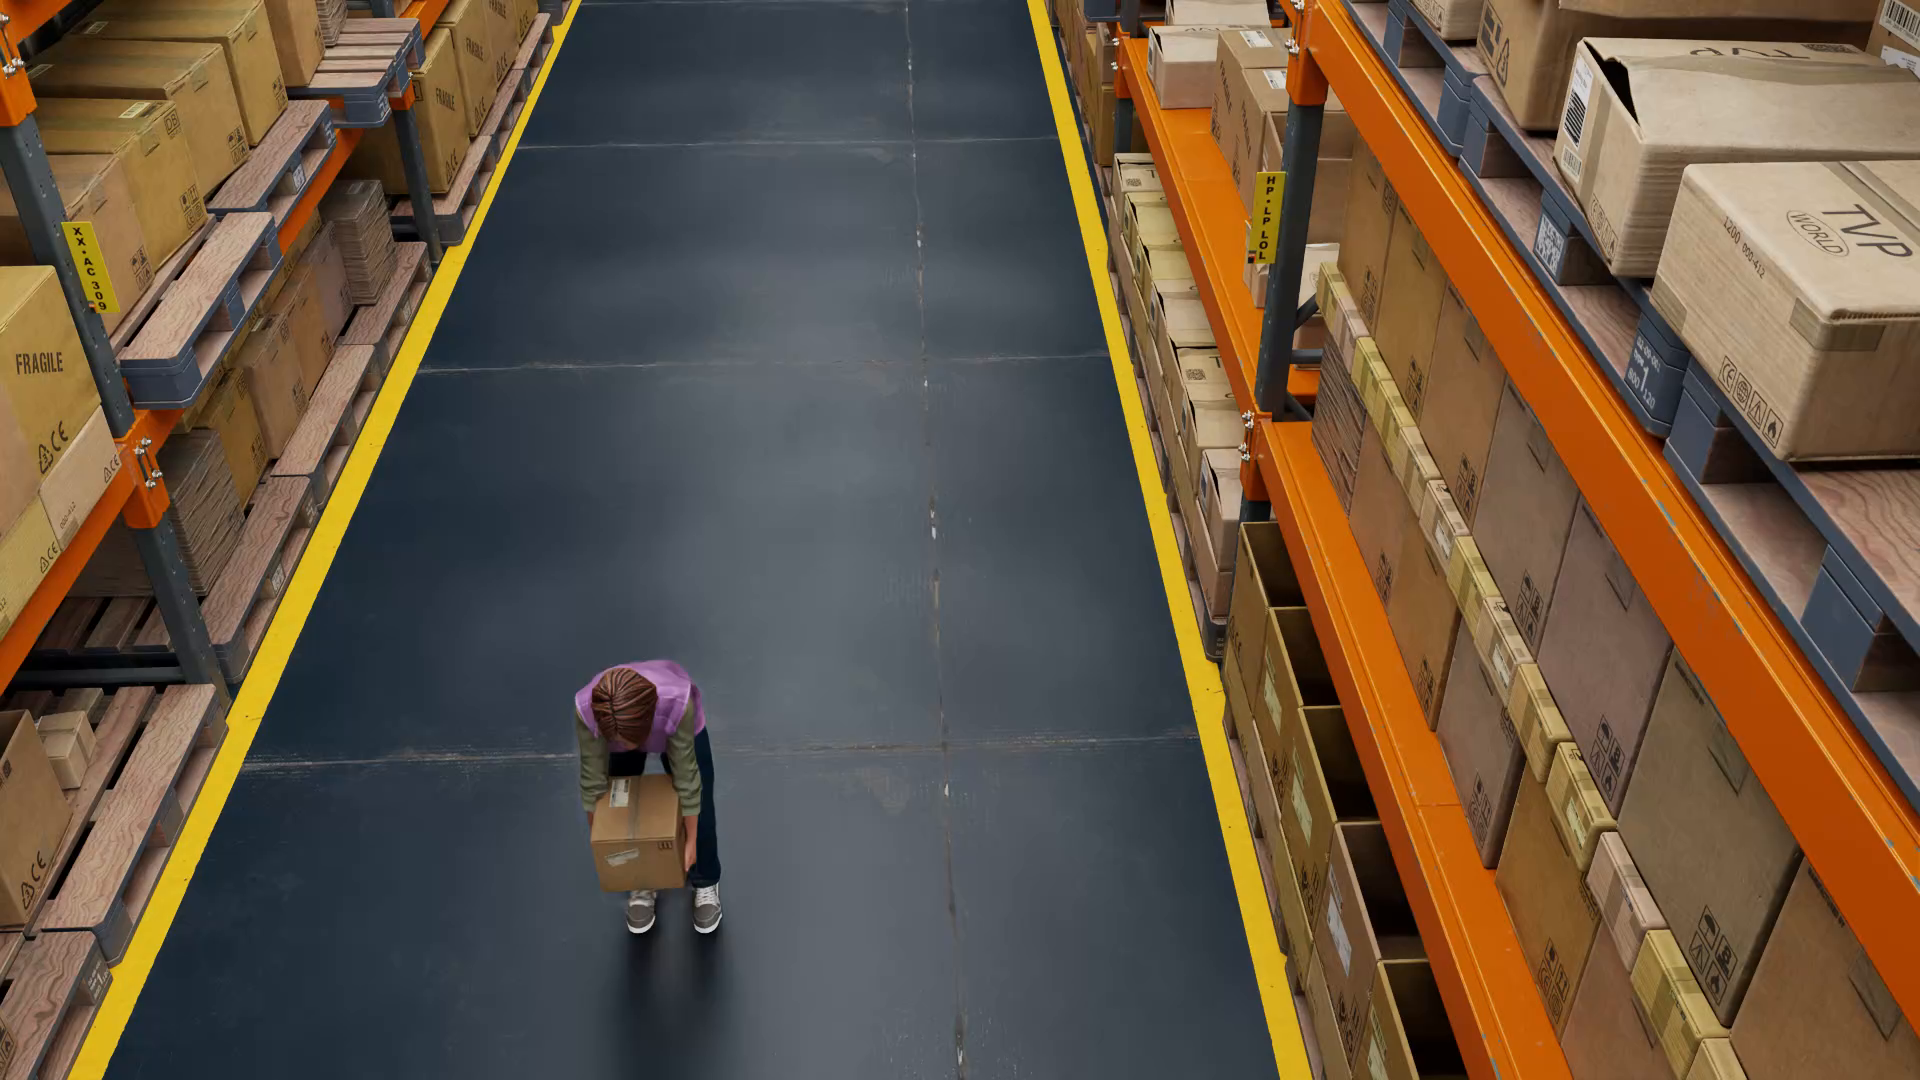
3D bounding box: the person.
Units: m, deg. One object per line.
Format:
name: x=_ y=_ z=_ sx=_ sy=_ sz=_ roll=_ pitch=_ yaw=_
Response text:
person: x=-0.979 y=0.800 z=5.238 sx=0.381 sy=1.374 sz=0.727 roll=-2 pitch=36 yaw=-3
